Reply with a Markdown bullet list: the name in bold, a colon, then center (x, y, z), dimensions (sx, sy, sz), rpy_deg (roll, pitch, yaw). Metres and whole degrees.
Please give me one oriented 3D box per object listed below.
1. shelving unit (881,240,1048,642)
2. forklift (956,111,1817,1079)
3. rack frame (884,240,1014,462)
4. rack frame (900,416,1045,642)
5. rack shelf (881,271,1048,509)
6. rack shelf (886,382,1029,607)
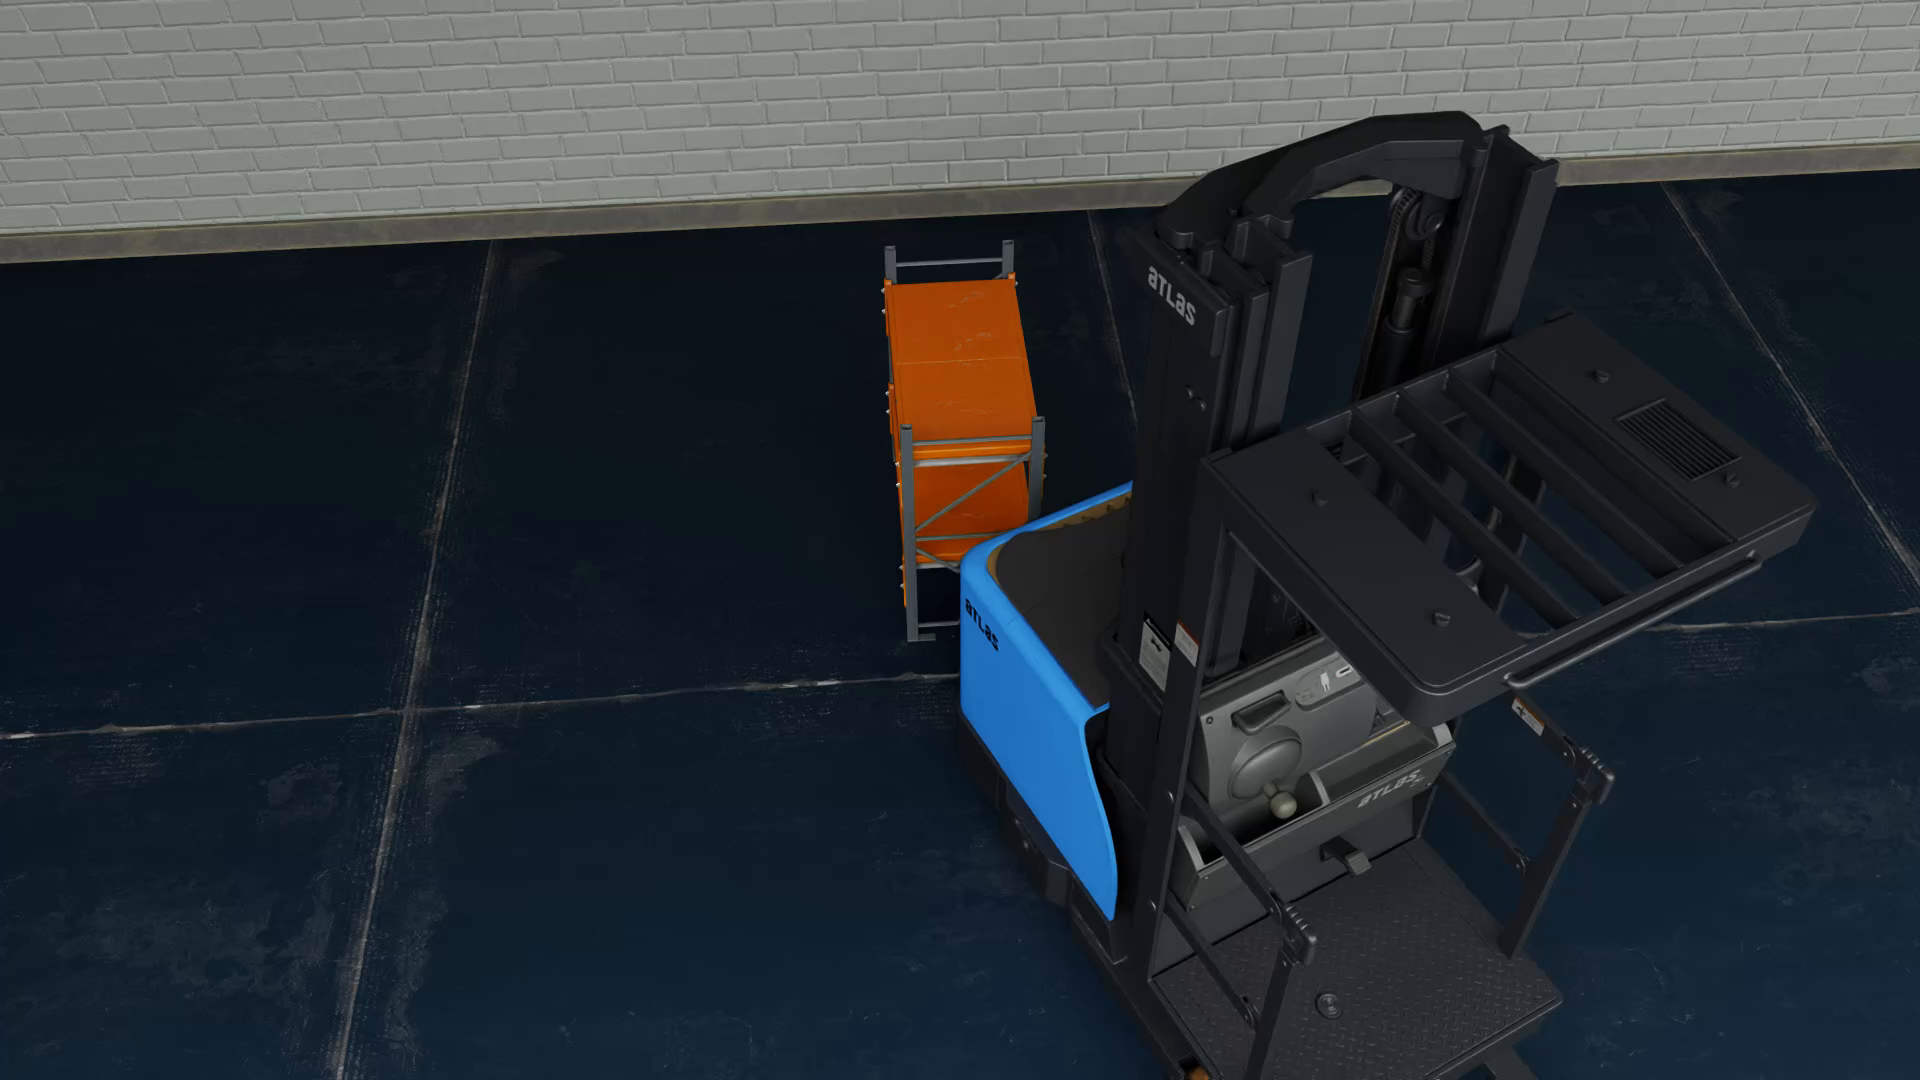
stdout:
- **shelving unit**: center (0.001, -0.382, 6.473), dimensions (0.538, 1.125, 1.048), rpy_deg (-3, 47, -3)
- **forklift**: center (1.144, 0.528, 4.367), dimensions (1.130, 2.935, 3.031), rpy_deg (-22, 50, -20)
- **rack frame**: center (-0.042, -0.750, 6.822), dimensions (0.500, 1.125, 0.032), rpy_deg (-3, 47, -3)
- **rack frame**: center (0.043, -0.014, 6.125), dimensions (0.500, 1.125, 0.032), rpy_deg (-3, 47, -3)
- **rack shelf**: center (0.001, -0.583, 6.261), dimensions (0.538, 0.278, 1.000), rpy_deg (-3, 47, -3)
- **rack shelf**: center (0.001, -0.214, 6.651), dimensions (0.538, 0.278, 1.000), rpy_deg (-3, 47, -3)
